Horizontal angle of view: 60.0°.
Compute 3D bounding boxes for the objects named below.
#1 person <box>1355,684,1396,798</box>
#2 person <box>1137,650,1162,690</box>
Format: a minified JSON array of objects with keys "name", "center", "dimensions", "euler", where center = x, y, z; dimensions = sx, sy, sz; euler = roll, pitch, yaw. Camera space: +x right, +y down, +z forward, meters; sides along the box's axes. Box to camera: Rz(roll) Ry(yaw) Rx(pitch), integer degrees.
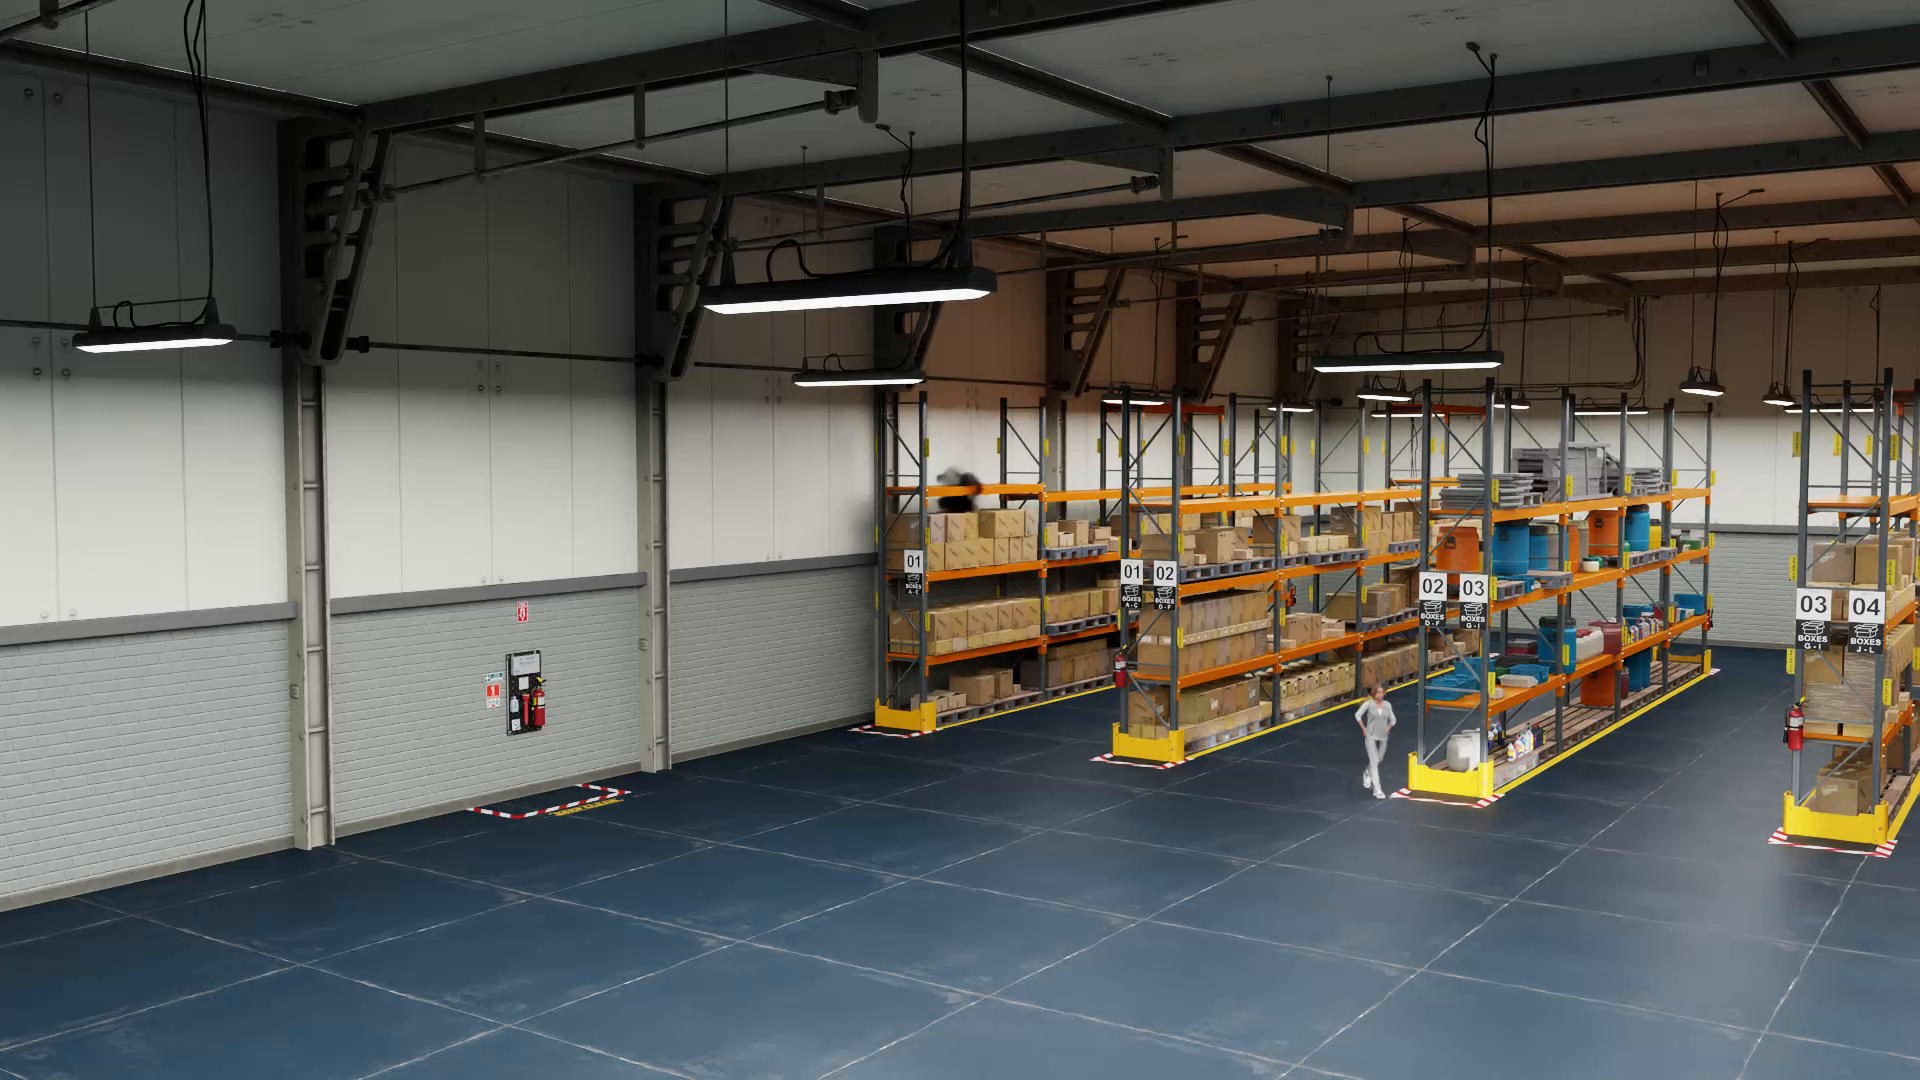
[{"name":"person","center":[5.974,2.850,23.846],"dimensions":[0.548,1.575,0.852],"euler":[0,3,-8]},{"name":"person","center":[3.696,2.276,32.051],"dimensions":[0.660,1.755,0.983],"euler":[1,3,23]}]
